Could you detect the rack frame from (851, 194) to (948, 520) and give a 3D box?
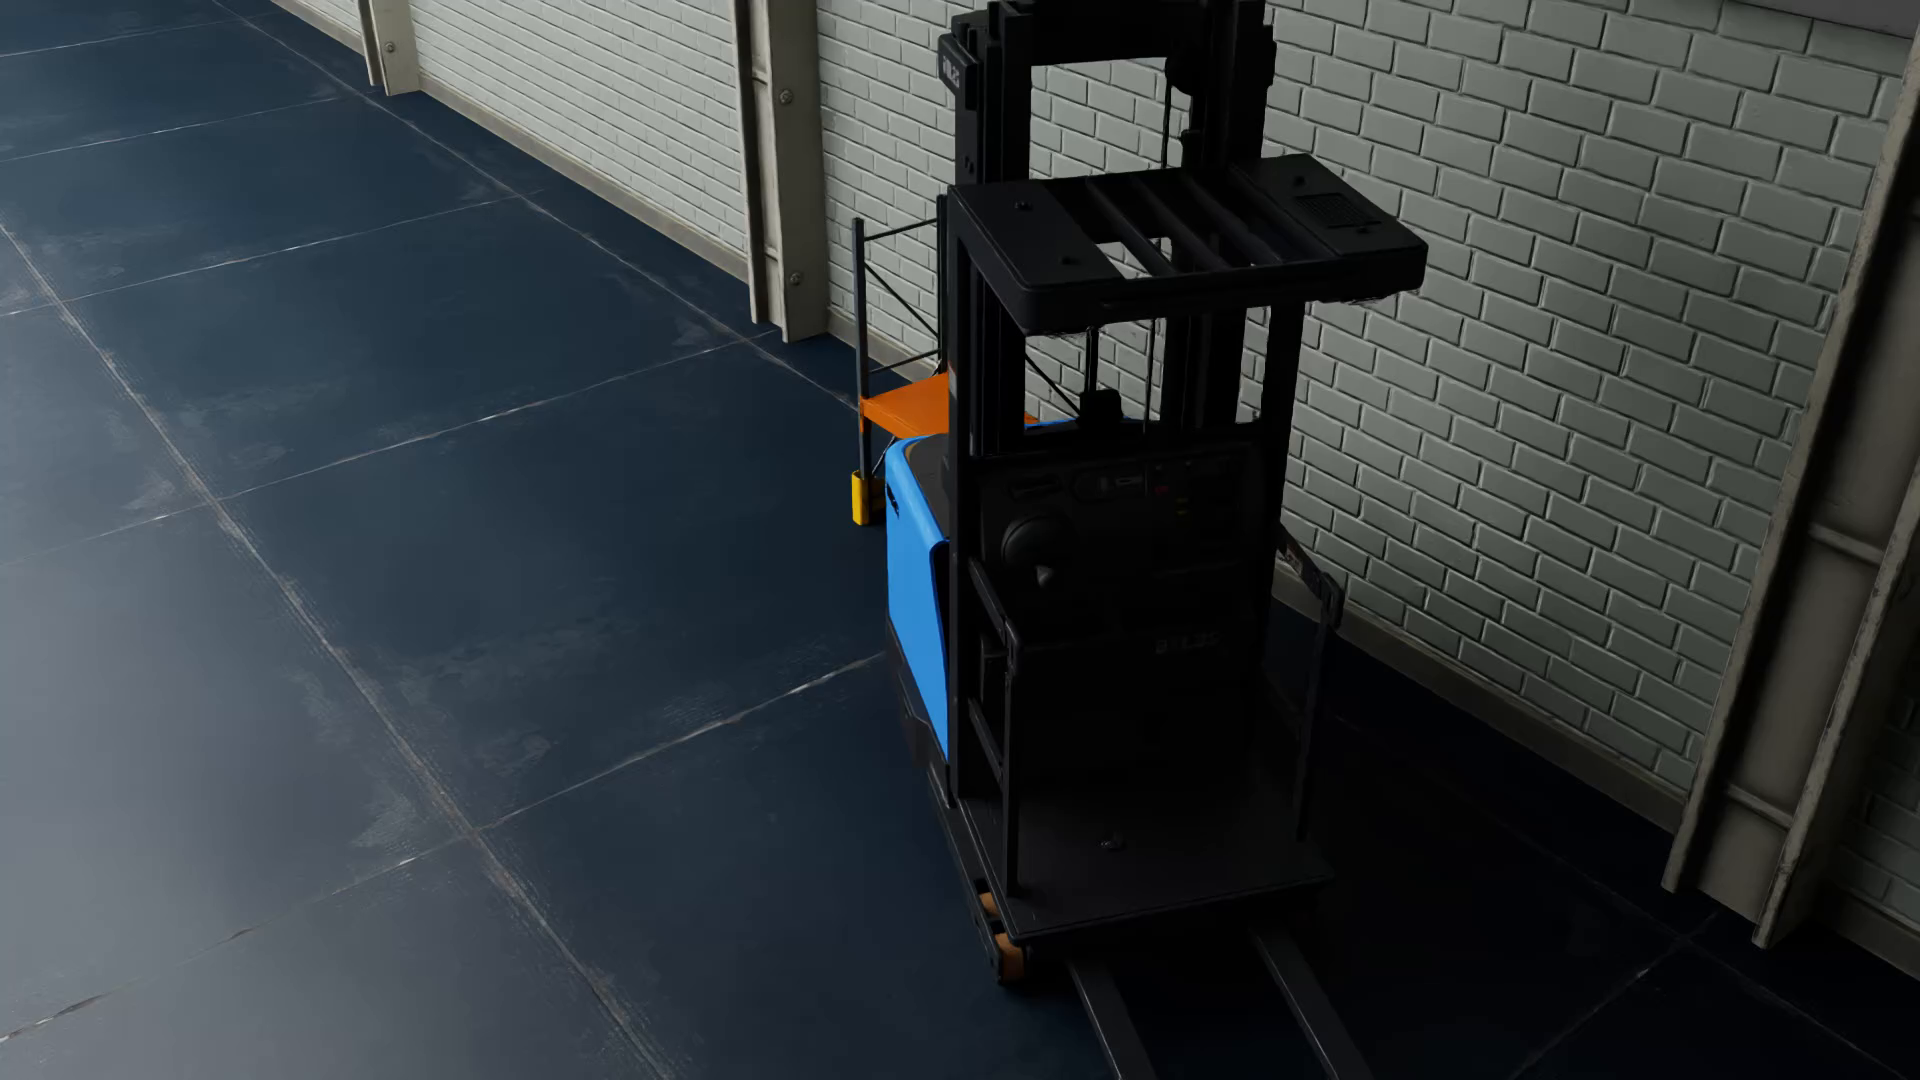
[{"bbox_3d":[-0.259,-0.813,7.638,0.500,1.500,0.032,-22,38,-31],"label":"rack frame"}]

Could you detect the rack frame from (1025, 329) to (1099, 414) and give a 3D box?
[{"bbox_3d":[0.364,-0.390,6.956,0.500,1.500,0.032,-22,38,-31],"label":"rack frame"}]

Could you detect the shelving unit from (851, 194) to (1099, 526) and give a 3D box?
[{"bbox_3d":[0.047,-0.605,7.303,0.587,1.500,1.083,-22,38,-31],"label":"shelving unit"}]

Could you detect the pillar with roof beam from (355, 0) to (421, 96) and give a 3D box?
[{"bbox_3d":[-8.072,-6.192,9.191,9.100,9.000,0.400,-22,38,-31],"label":"pillar with roof beam"}]

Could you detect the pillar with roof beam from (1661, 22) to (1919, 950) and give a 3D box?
[{"bbox_3d":[-0.713,-1.191,1.139,9.100,9.000,0.400,-22,38,-31],"label":"pillar with roof beam"}]

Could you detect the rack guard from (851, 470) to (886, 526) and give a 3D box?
[{"bbox_3d":[-0.259,-0.282,7.967,0.587,0.250,0.087,-22,38,-31],"label":"rack guard"}]

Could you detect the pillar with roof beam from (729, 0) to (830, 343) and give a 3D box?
[{"bbox_3d":[-4.393,-3.692,5.165,9.100,9.000,0.400,-22,38,-31],"label":"pillar with roof beam"}]

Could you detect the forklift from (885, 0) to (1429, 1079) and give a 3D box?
[{"bbox_3d":[0.566,-0.030,5.020,1.130,2.935,3.031,-8,33,-12],"label":"forklift"}]

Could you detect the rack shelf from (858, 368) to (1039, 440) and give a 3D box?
[{"bbox_3d":[0.052,-0.449,7.392,0.538,0.185,1.000,-22,38,-31],"label":"rack shelf"}]
